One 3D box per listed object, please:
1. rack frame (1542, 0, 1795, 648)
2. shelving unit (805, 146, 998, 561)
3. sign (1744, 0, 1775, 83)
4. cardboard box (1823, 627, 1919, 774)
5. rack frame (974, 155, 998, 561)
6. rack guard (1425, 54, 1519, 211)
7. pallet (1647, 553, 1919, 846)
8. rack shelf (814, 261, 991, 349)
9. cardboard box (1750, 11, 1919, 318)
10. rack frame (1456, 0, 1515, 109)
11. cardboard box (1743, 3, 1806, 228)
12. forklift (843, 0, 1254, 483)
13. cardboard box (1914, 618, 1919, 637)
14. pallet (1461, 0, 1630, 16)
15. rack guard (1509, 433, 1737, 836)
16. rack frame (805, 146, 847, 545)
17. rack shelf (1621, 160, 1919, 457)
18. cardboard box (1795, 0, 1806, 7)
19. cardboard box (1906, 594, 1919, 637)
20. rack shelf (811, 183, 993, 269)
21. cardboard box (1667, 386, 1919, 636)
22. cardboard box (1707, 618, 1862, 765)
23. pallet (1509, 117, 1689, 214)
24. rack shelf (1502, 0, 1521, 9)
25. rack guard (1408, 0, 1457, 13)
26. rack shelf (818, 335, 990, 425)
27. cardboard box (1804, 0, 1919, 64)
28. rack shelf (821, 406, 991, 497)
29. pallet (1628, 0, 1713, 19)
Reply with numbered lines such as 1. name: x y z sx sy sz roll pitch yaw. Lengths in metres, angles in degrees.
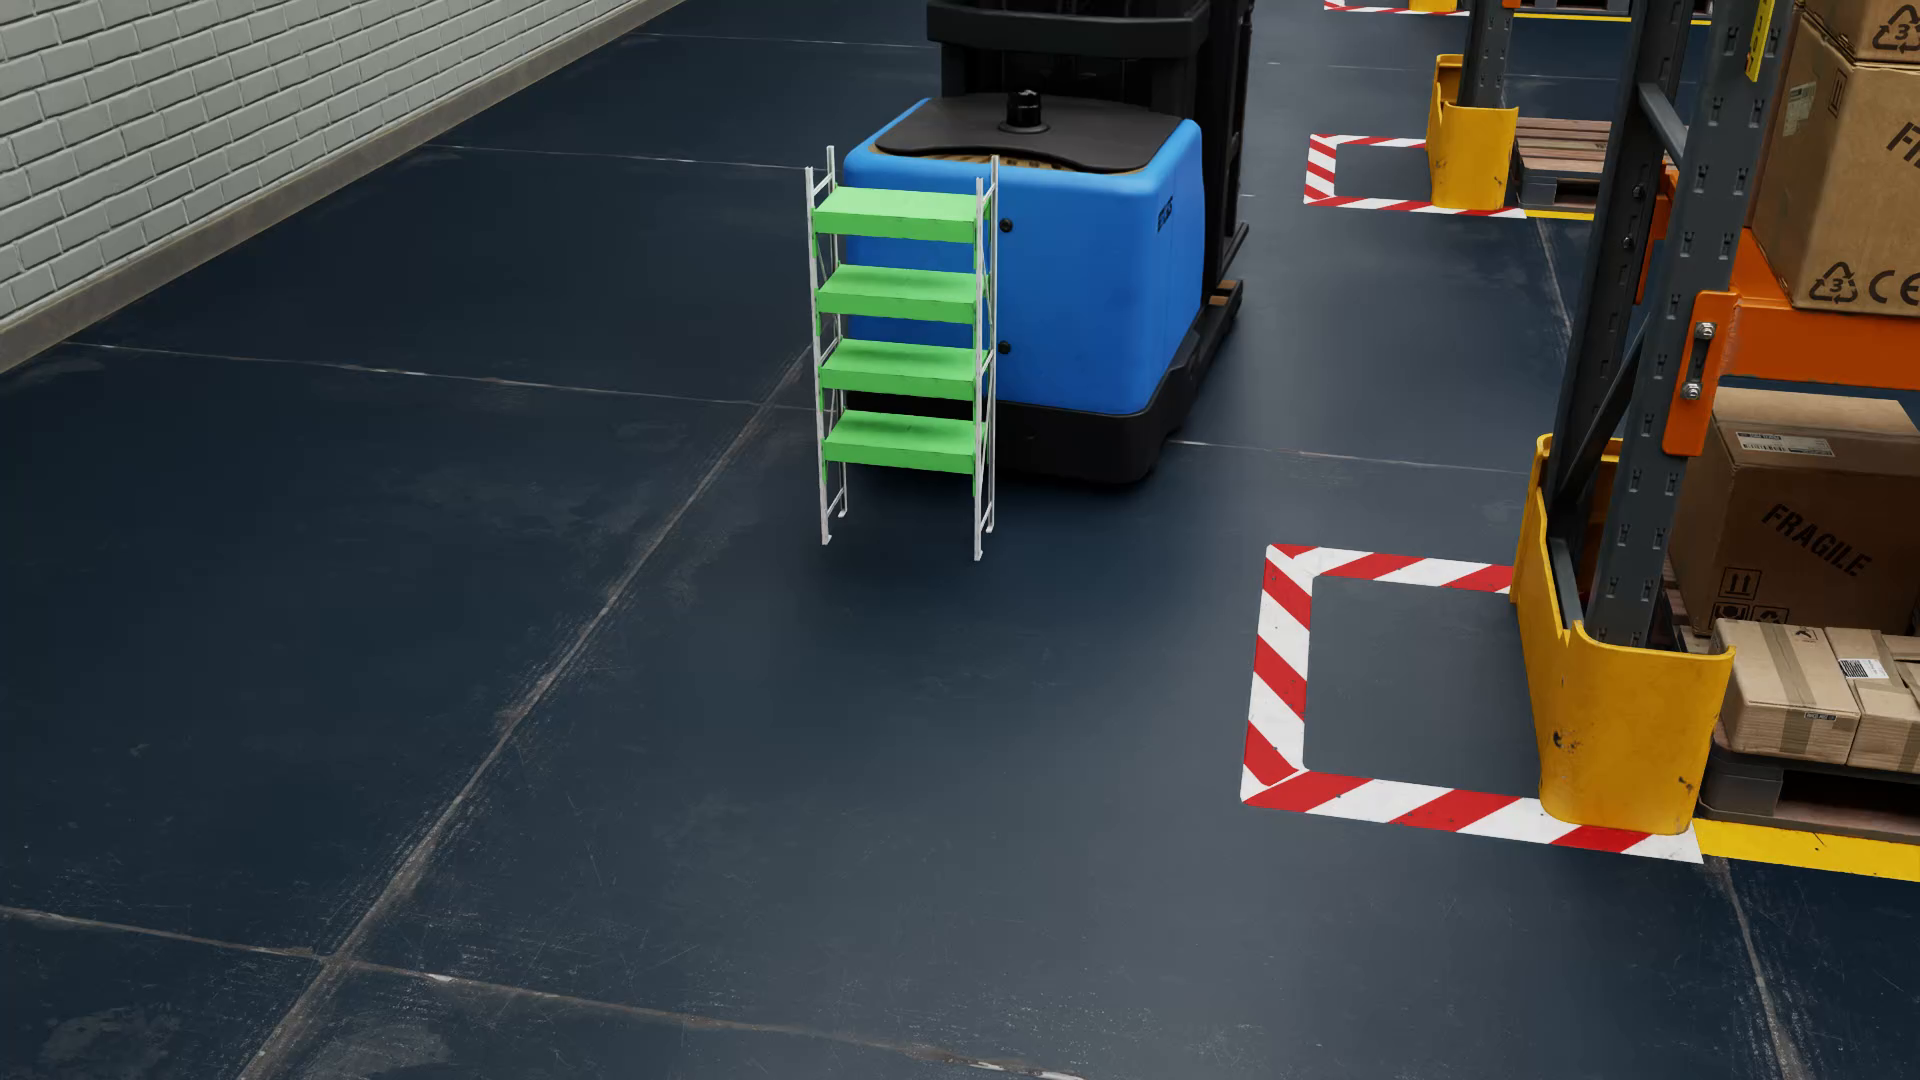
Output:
1. rack frame: 1.625 -0.904 3.779 0.127 3.000 1.000 6 29 11
2. shelving unit: -0.162 -0.543 4.992 0.503 1.200 0.258 6 29 11
3. sign: 1.512 -1.029 3.105 0.005 0.325 0.100 6 29 11
4. cardboard box: 2.207 0.374 3.936 0.250 0.166 0.380 6 29 11
5. rack frame: 0.077 -0.518 4.948 0.015 1.200 0.240 6 29 11
6. rack guard: 2.637 -2.130 8.620 0.348 0.500 1.175 6 29 11
7. pallet: 2.479 0.406 4.289 1.213 0.211 1.003 6 29 11
8. rack shelf: -0.162 -0.697 4.908 0.480 0.148 0.258 6 29 11
9. cardboard box: 2.004 -0.780 3.447 0.500 0.500 0.500 6 29 12
10. rack frame: 2.663 -3.230 8.027 0.127 3.000 1.000 6 29 11
11. cardboard box: 2.120 -1.031 3.906 0.500 0.500 0.500 7 29 12
12. forklift: 0.546 -2.162 6.148 1.130 2.935 3.031 9 30 15
13. cardboard box: 2.586 0.346 3.899 0.500 0.250 0.500 6 29 11
14. pallet: 4.496 -4.290 12.866 1.213 0.211 1.003 6 29 11
15. rack guard: 1.699 0.200 4.365 0.348 0.500 1.175 6 29 11
16. rack frame: -0.400 -0.567 5.037 0.015 1.200 0.240 6 29 11
17. rack shelf: 3.581 -0.388 3.585 4.000 0.370 1.077 6 29 11
18. cardboard box: 2.118 -1.471 3.669 0.500 0.500 0.500 6 29 10
19. cardboard box: 2.585 0.167 4.314 0.250 0.166 0.380 6 29 11
20. rack shelf: -0.162 -0.908 4.792 0.480 0.148 0.258 6 29 11
21. cardboard box: 2.208 -0.062 4.385 0.500 0.500 0.500 6 29 11
22. cardboard box: 1.963 0.356 3.986 0.250 0.149 0.380 6 29 11
23. pallet: 3.461 -1.906 8.512 1.213 0.211 1.003 6 29 11
24. rack shelf: 4.619 -2.714 7.833 4.000 0.370 1.077 6 29 11
25. rack guard: 3.674 -4.462 12.880 0.348 0.500 1.175 6 29 11
26. rack shelf: -0.162 -0.487 5.023 0.480 0.148 0.258 6 29 11
27. cardboard box: 2.004 -1.219 3.207 0.500 0.500 0.500 7 29 12
28. rack shelf: -0.162 -0.276 5.138 0.480 0.148 0.258 6 29 11
29. pallet: 5.685 -4.166 12.641 1.213 0.211 1.003 6 29 11
